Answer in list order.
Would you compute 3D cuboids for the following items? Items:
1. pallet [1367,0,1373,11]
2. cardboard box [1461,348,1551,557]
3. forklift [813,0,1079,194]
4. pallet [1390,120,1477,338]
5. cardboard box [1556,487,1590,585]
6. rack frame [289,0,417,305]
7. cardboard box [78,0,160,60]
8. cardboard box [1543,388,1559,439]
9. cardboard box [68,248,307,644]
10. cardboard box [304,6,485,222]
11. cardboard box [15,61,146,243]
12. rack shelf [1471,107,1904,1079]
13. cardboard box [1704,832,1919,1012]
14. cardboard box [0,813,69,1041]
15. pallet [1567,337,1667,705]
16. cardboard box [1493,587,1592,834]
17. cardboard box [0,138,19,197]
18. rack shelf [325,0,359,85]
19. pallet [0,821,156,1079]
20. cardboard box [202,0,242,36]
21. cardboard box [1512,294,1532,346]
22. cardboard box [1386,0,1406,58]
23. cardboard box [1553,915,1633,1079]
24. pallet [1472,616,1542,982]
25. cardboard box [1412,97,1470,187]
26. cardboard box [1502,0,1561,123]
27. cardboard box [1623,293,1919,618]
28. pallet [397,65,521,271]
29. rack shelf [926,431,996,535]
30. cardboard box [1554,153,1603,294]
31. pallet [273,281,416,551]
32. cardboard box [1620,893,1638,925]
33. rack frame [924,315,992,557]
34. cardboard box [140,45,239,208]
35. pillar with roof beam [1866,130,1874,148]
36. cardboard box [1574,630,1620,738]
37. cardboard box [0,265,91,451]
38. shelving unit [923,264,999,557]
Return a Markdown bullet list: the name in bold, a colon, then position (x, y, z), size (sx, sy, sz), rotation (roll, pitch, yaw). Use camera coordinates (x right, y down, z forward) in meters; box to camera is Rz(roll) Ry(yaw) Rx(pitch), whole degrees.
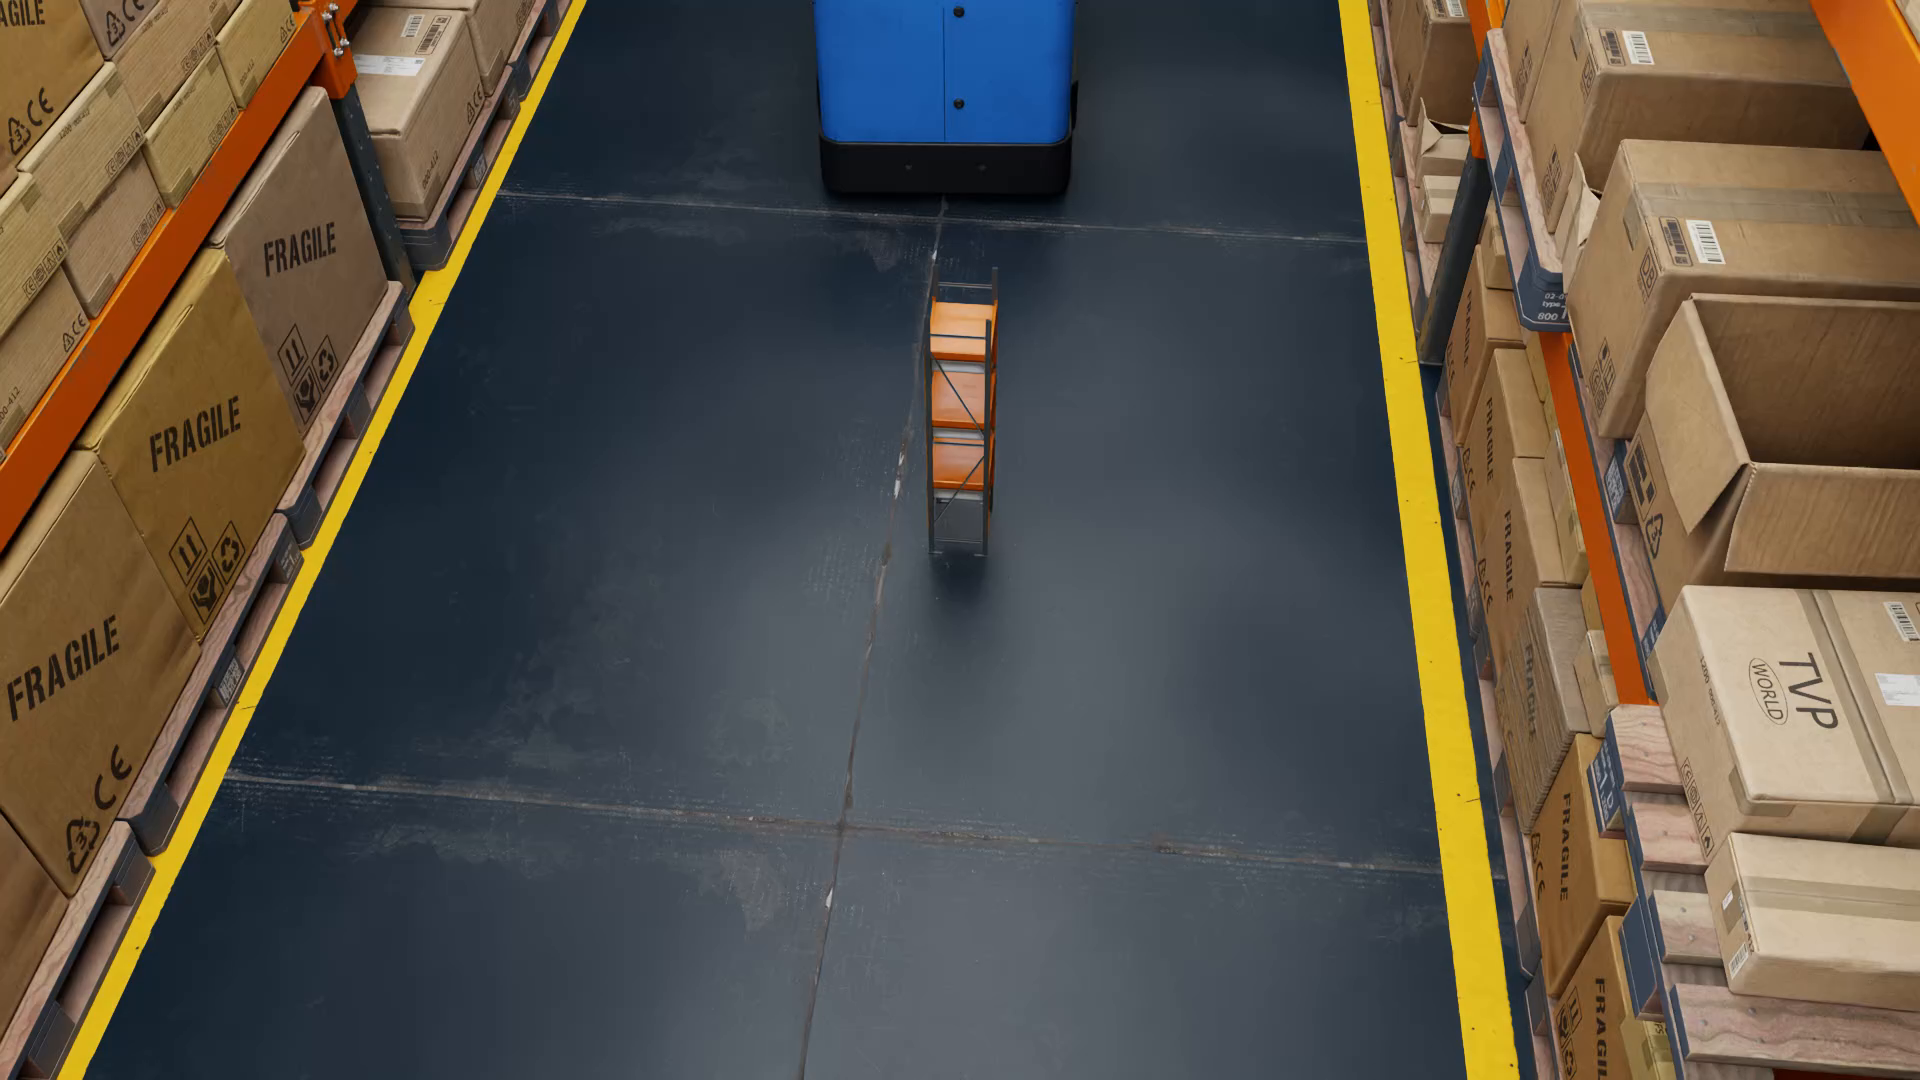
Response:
- **pallet**: position (2.545, -3.046, 8.393), size (1.003, 0.211, 1.213), rotation (4, 48, 4)
- **cardboard box**: position (1.952, -0.256, 5.361), size (0.500, 0.500, 0.500), rotation (3, 48, 3)
- **forklift**: position (-0.040, -3.514, 6.978), size (1.130, 2.935, 3.031), rotation (1, 48, 1)
- **pallet**: position (2.322, -1.253, 6.753), size (1.003, 0.211, 1.213), rotation (4, 48, 4)
- **cardboard box**: position (1.905, 0.002, 4.685), size (0.380, 0.149, 0.250), rotation (5, 48, 5)
- **rack frame**: position (-2.685, -2.021, 5.566), size (1.000, 3.000, 0.127), rotation (4, 48, 4)
- **cardboard box**: position (-2.515, -1.666, 4.496), size (0.500, 0.500, 0.500), rotation (5, 48, 4)
- **cardboard box**: position (1.989, -0.361, 5.017), size (0.380, 0.149, 0.250), rotation (3, 48, 3)
- **cardboard box**: position (-2.736, -0.320, 5.166), size (0.875, 0.875, 0.875), rotation (5, 48, 5)
- **cardboard box**: position (-2.521, -1.752, 6.772), size (0.875, 0.438, 0.875), rotation (3, 48, 3)
- **cardboard box**: position (-2.562, -1.050, 4.440), size (0.500, 0.250, 0.500), rotation (5, 48, 4)
- **rack shelf**: position (2.076, 0.022, 4.184), size (1.077, 0.370, 4.000), rotation (4, 48, 4)
- **cardboard box**: position (1.572, 0.684, 2.977), size (0.380, 0.149, 0.250), rotation (5, 48, 4)
- **cardboard box**: position (-2.903, 0.992, 3.966), size (0.875, 0.875, 0.875), rotation (3, 48, 3)
- **pallet**: position (2.067, -0.115, 3.953), size (1.003, 0.211, 1.213), rotation (4, 48, 4)
- **cardboard box**: position (1.849, 0.491, 4.677), size (0.500, 0.500, 0.500), rotation (2, 48, 2)
- **cardboard box**: position (-2.613, -0.914, 3.808), size (0.500, 0.500, 0.500), rotation (5, 48, 4)
- **rack shelf**: position (-2.502, -3.248, 7.175), size (1.077, 0.370, 4.000), rotation (4, 48, 4)
- **pallet**: position (-2.902, 1.285, 4.432), size (1.003, 0.211, 1.213), rotation (4, 48, 4)
- **cardboard box**: position (-2.483, -1.799, 5.125), size (0.500, 0.250, 0.500), rotation (4, 48, 3)
- **cardboard box**: position (2.013, -0.753, 5.375), size (0.380, 0.149, 0.250), rotation (3, 48, 2)
- **cardboard box**: position (2.209, -2.477, 7.392), size (0.500, 0.500, 0.500), rotation (5, 48, 4)
- **cardboard box**: position (1.775, 1.259, 3.975), size (0.500, 0.500, 0.500), rotation (3, 48, 3)
- **pallet**: position (2.114, 0.750, 4.921), size (1.003, 0.211, 1.213), rotation (4, 48, 4)
- **cardboard box**: position (2.050, -1.600, 6.749), size (0.396, 0.266, 0.258), rotation (5, 48, 5)
- **cardboard box**: position (1.992, -1.525, 4.760), size (0.700, 0.500, 0.500), rotation (5, 48, 5)
- **cardboard box**: position (1.859, -0.139, 3.490), size (0.797, 0.503, 0.637), rotation (3, 48, 3)
- **pallet**: position (-2.537, -1.633, 7.101), size (1.003, 0.211, 1.213), rotation (4, 48, 4)
- **rack shelf**: position (0.005, -0.199, 5.611), size (0.215, 0.259, 0.240), rotation (4, 48, 4)
- **cardboard box**: position (1.750, -0.791, 4.247), size (0.396, 0.266, 0.258), rotation (6, 48, 5)
- **pallet**: position (-2.680, -0.508, 6.071), size (1.003, 0.211, 1.213), rotation (4, 48, 4)
- **cardboard box**: position (1.749, 0.959, 3.810), size (0.380, 0.149, 0.250), rotation (2, 48, 2)
- **rack frame**: position (-0.006, -0.304, 5.317), size (0.200, 1.050, 0.008), rotation (4, 48, 4)
- **cardboard box**: position (-2.522, -1.250, 4.962), size (0.500, 0.250, 0.500), rotation (3, 48, 3)
- **pillar with roof beam**: position (-1.067, -4.455, 3.727), size (9.100, 9.000, 0.400), rotation (4, 48, 4)
- **cardboard box**: position (1.836, 0.380, 4.340), size (0.380, 0.149, 0.250), rotation (2, 48, 2)
- **cardboard box**: position (-2.630, -0.500, 4.276), size (0.500, 0.250, 0.500), rotation (4, 48, 4)
- **shelving unit**: position (0.005, -0.394, 5.399), size (0.215, 1.050, 0.252), rotation (4, 48, 4)
